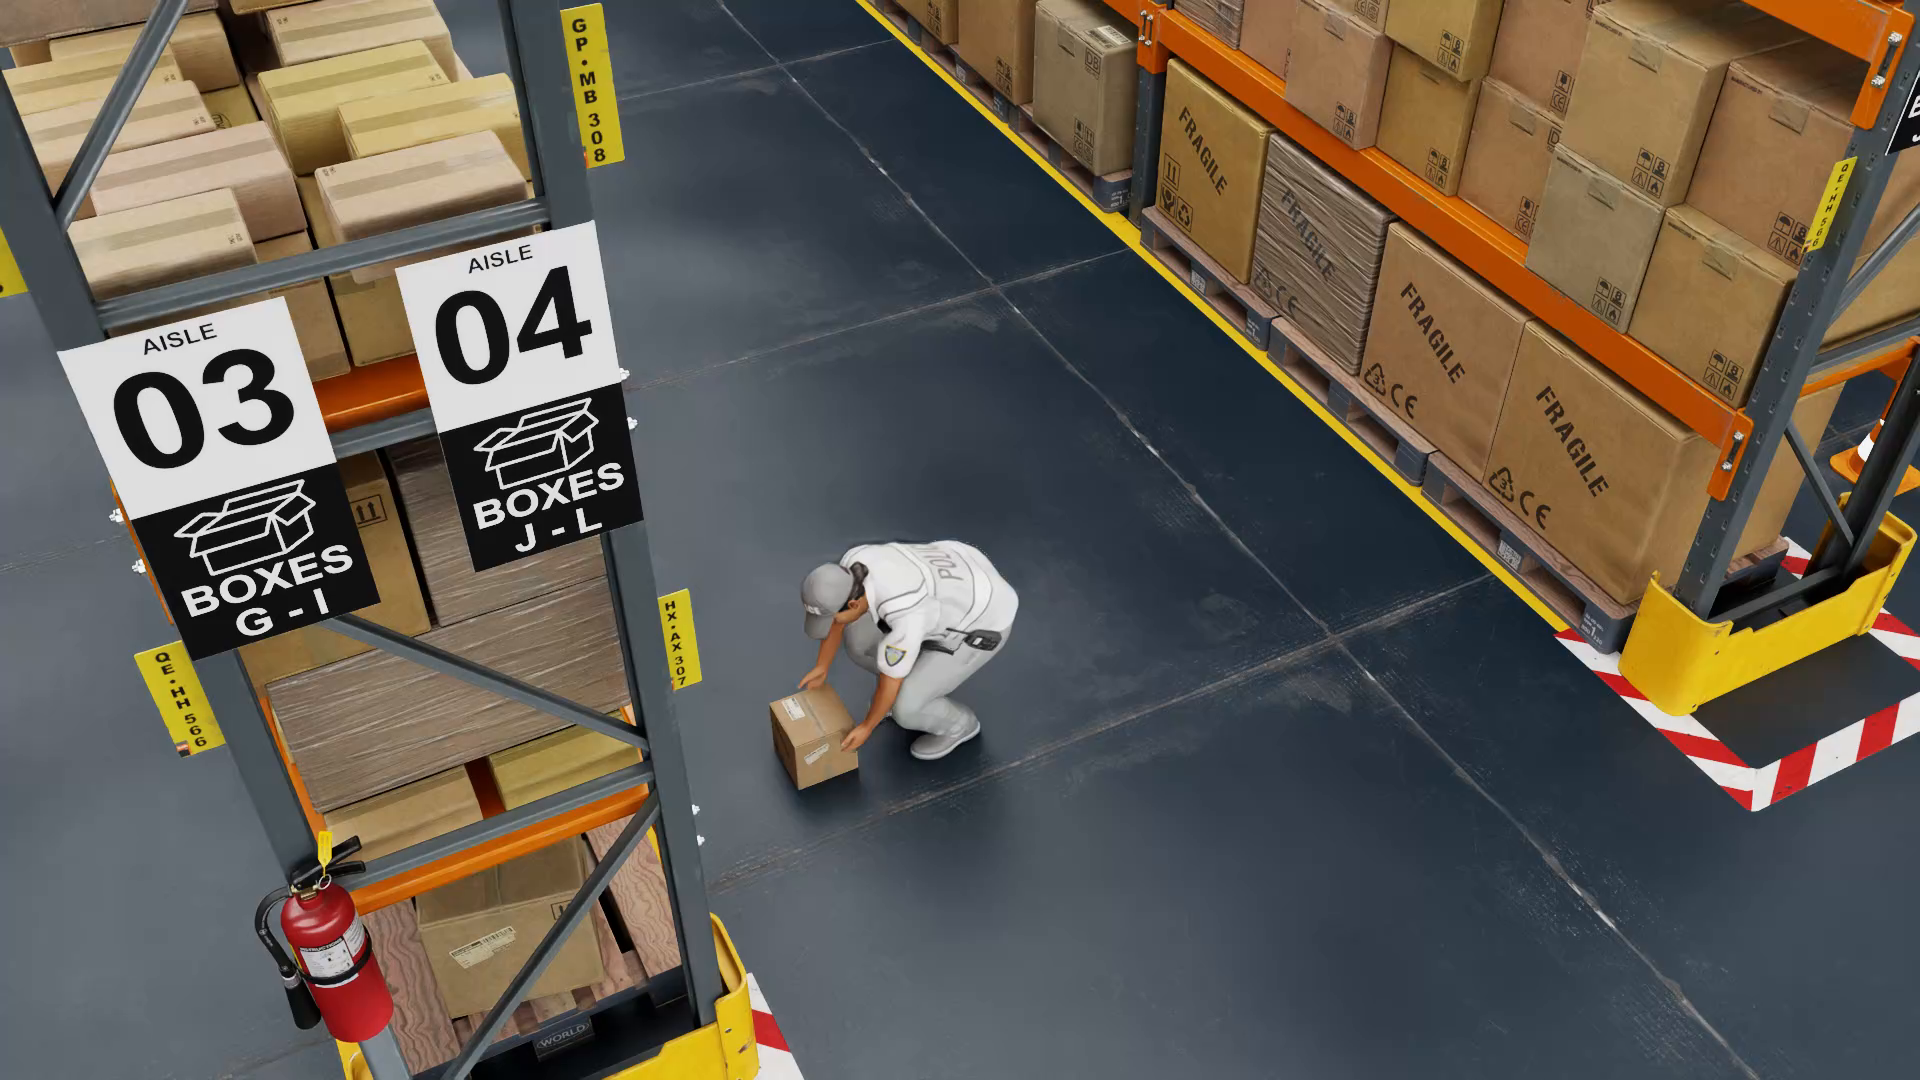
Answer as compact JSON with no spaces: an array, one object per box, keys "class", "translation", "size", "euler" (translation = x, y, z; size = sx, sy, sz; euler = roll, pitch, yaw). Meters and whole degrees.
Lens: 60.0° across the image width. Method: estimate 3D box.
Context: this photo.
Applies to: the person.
[{"class":"person","translation":[-0.193,0.372,6.231],"size":[0.844,1.016,0.522],"euler":[-19,45,-20]}]
